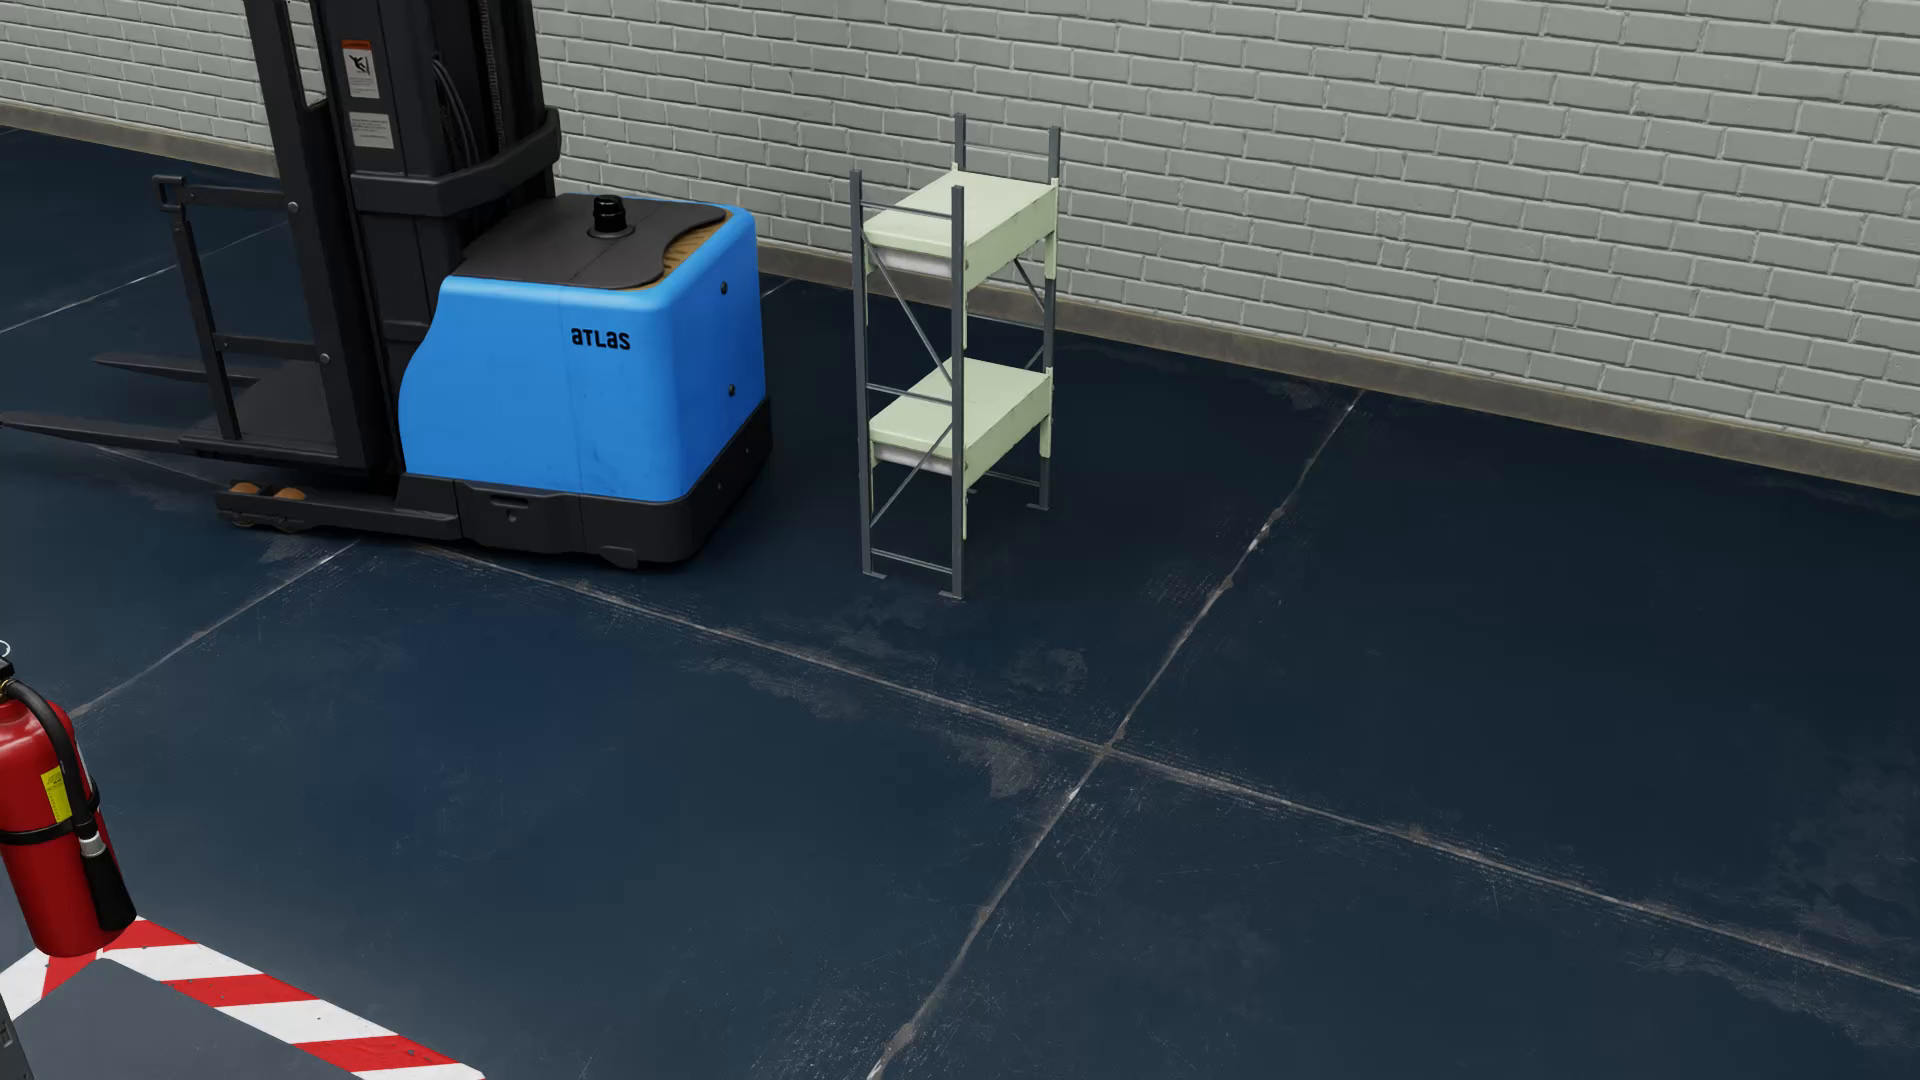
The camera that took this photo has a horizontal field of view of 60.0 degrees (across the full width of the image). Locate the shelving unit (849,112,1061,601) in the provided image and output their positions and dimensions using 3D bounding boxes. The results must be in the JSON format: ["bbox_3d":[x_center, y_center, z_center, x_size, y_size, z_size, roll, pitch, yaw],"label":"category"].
[{"bbox_3d":[-0.003,-0.647,5.871,0.431,1.500,0.755,14,33,23],"label":"shelving unit"}]

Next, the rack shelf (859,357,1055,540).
[{"bbox_3d":[-0.003,-0.365,6.034,0.431,0.370,0.720,14,33,23],"label":"rack shelf"}]

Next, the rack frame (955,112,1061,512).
[{"bbox_3d":[0.164,-0.810,6.154,0.400,1.500,0.023,14,33,23],"label":"rack frame"}]

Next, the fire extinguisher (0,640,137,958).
[{"bbox_3d":[-1.635,0.432,2.938,0.296,0.674,0.183,14,33,23],"label":"fire extinguisher"}]

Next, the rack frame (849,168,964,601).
[{"bbox_3d":[-0.170,-0.485,5.589,0.400,1.500,0.023,14,33,23],"label":"rack frame"}]

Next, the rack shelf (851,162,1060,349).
[{"bbox_3d":[-0.003,-0.986,5.677,0.431,0.370,0.720,14,33,23],"label":"rack shelf"}]

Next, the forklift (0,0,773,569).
[{"bbox_3d":[-2.333,-1.545,5.997,3.031,2.935,1.130,7,31,12],"label":"forklift"}]
